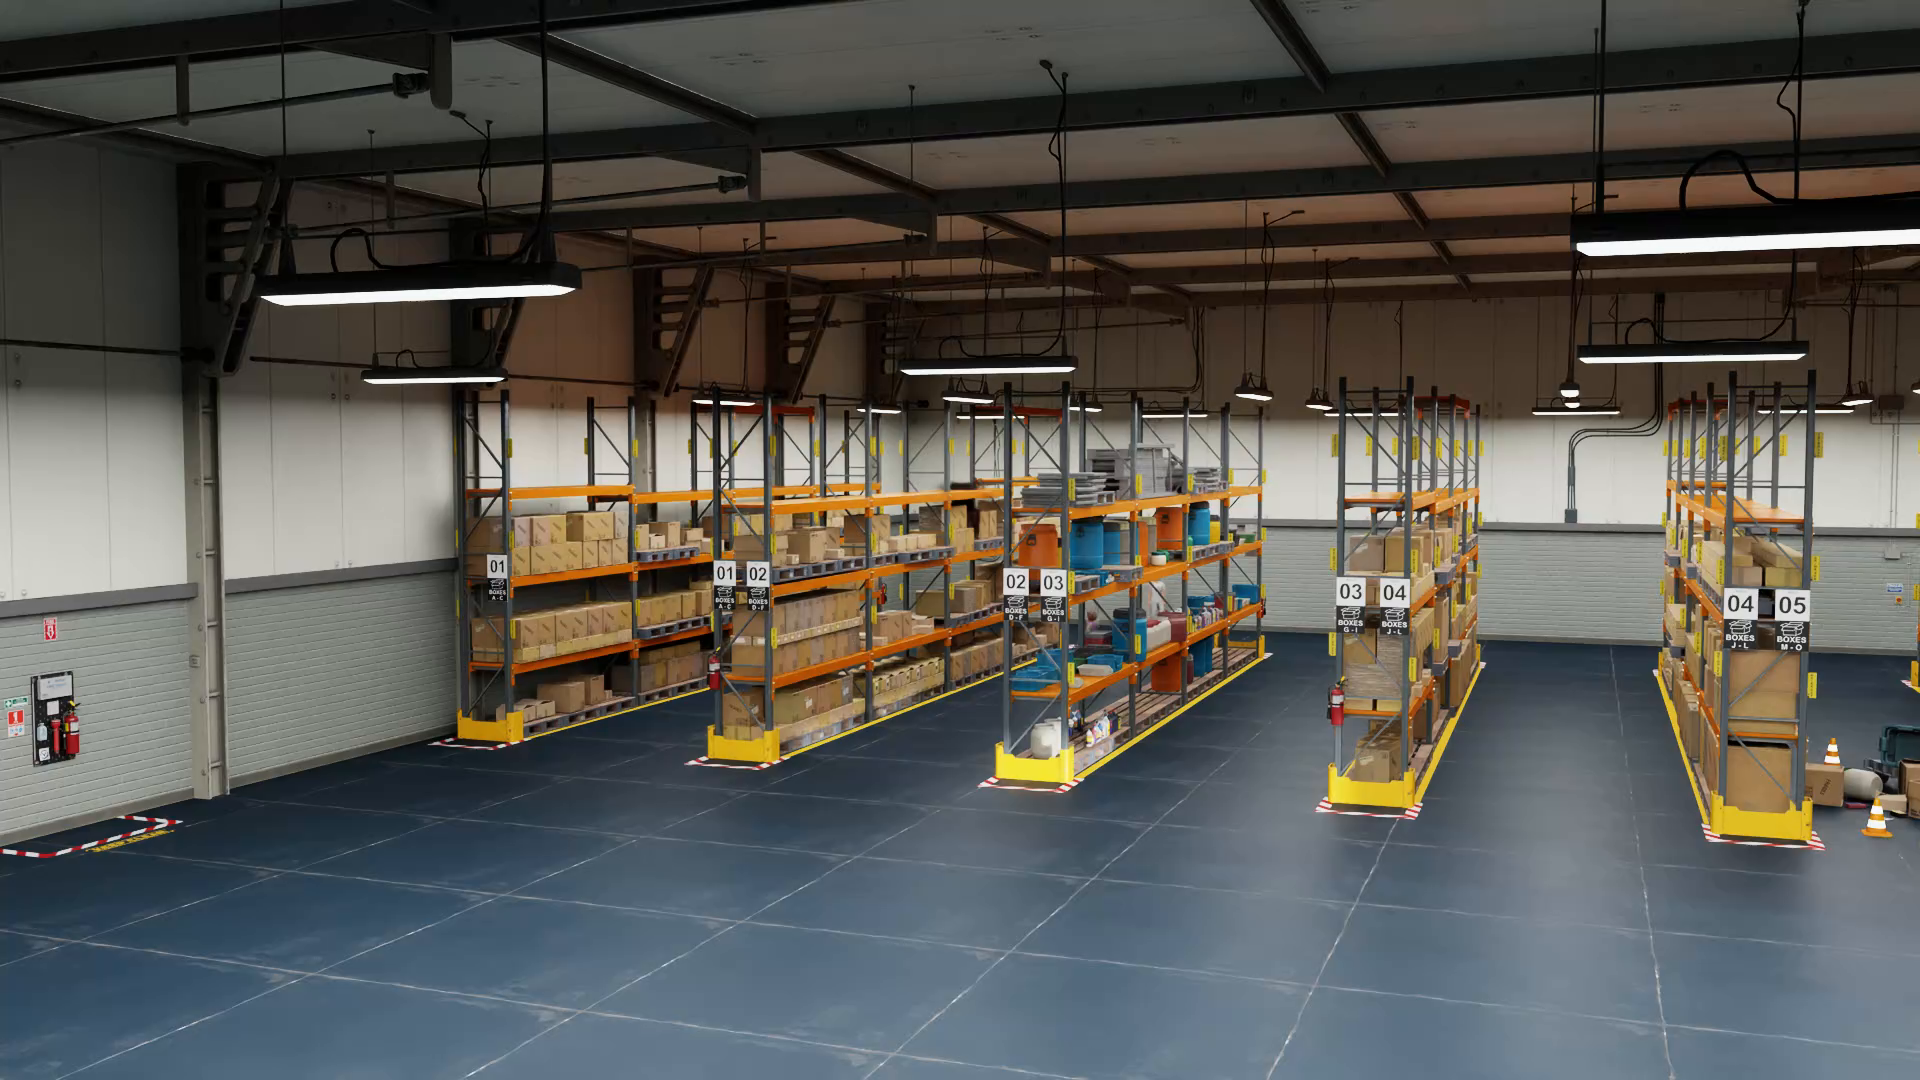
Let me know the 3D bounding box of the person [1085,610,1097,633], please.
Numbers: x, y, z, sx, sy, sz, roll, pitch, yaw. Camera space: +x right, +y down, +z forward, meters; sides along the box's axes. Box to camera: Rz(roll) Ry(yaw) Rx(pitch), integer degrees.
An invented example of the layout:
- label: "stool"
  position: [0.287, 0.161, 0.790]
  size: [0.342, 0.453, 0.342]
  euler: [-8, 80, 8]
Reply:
- label: "person"
  position: [2.557, 2.224, 33.582]
  size: [0.419, 1.625, 0.435]
  euler: [0, 3, 3]

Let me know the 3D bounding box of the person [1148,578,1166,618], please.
- label: "person"
  position: [5.349, 1.697, 45.033]
  size: [0.483, 1.667, 0.564]
  euler: [0, 3, -3]
